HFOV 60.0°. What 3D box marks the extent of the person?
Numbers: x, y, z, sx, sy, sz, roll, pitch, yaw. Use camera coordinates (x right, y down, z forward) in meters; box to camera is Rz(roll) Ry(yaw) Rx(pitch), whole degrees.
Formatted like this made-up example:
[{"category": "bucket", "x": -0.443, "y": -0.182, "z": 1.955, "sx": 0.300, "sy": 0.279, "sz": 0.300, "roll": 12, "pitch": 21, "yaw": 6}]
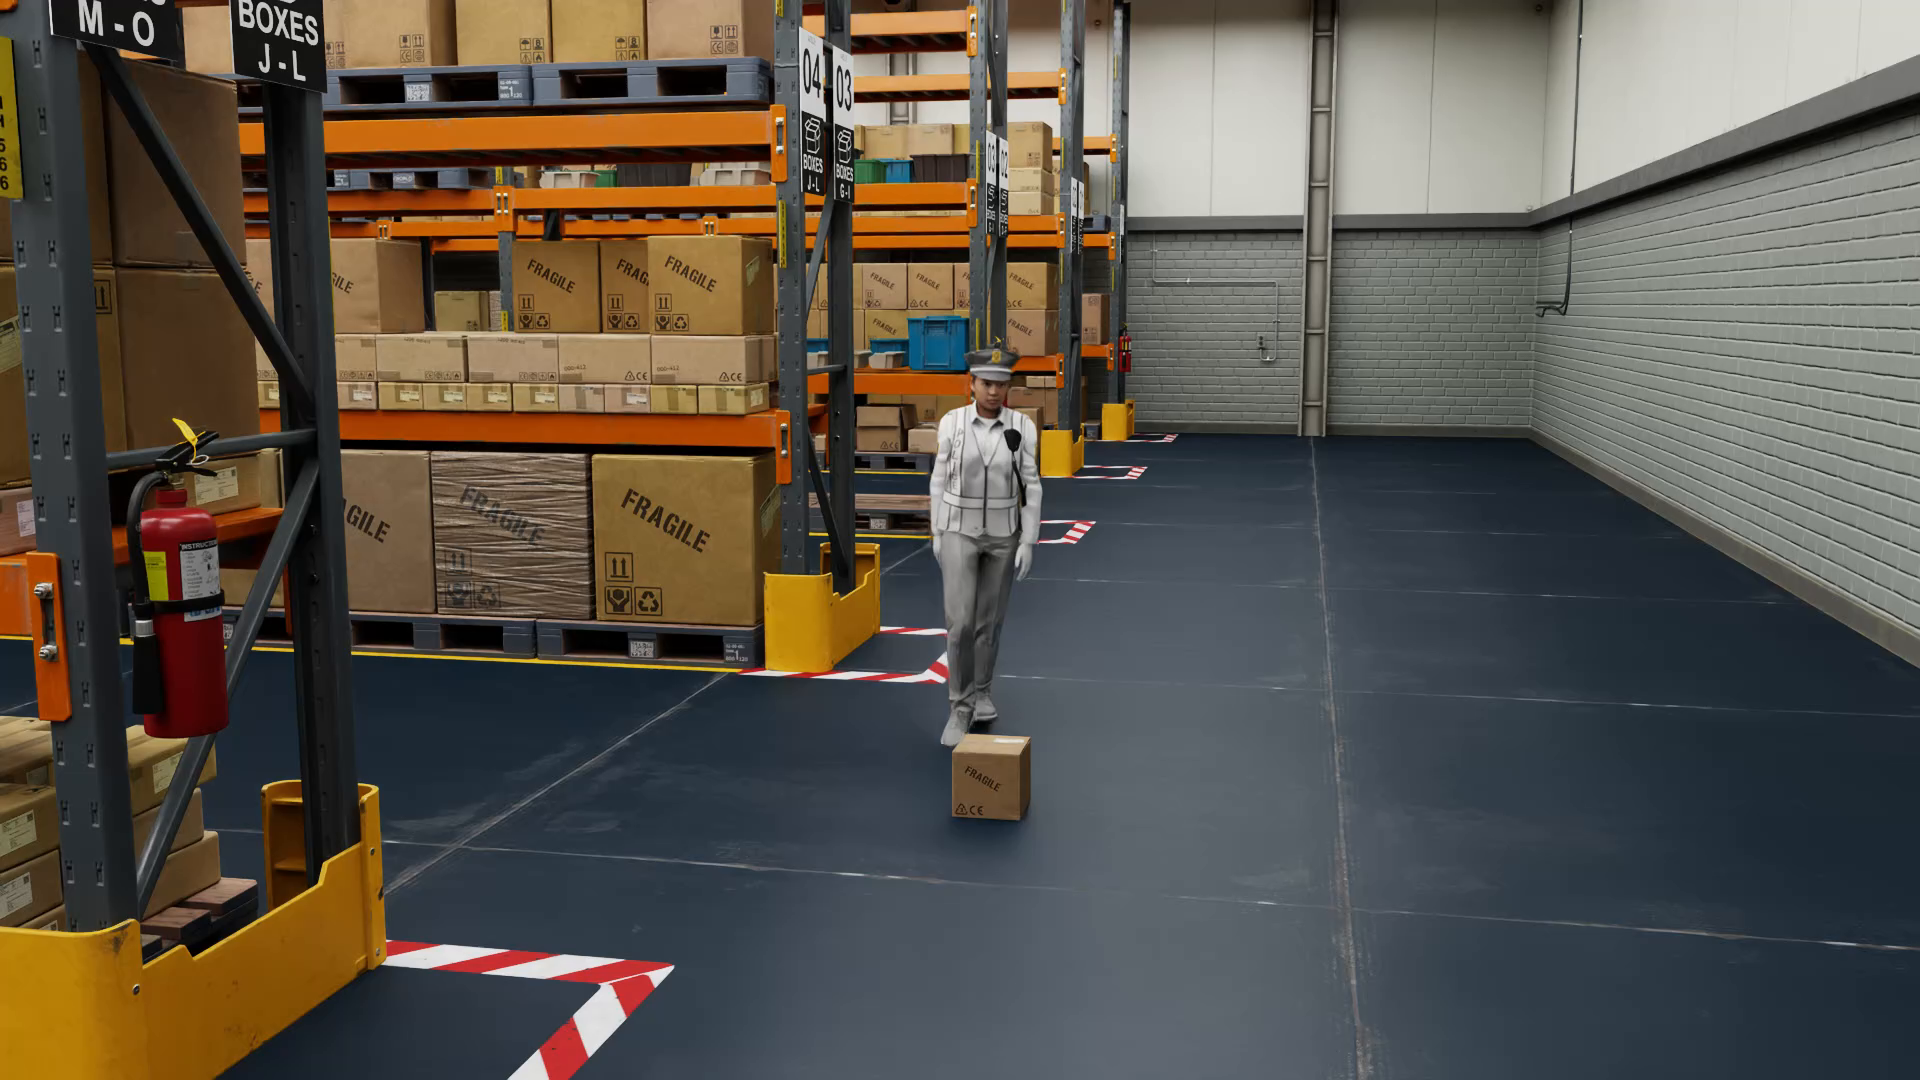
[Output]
[{"category": "person", "x": 0.111, "y": 0.022, "z": 7.216, "sx": 0.474, "sy": 1.710, "sz": 0.535, "roll": -1, "pitch": 8, "yaw": -8}]
